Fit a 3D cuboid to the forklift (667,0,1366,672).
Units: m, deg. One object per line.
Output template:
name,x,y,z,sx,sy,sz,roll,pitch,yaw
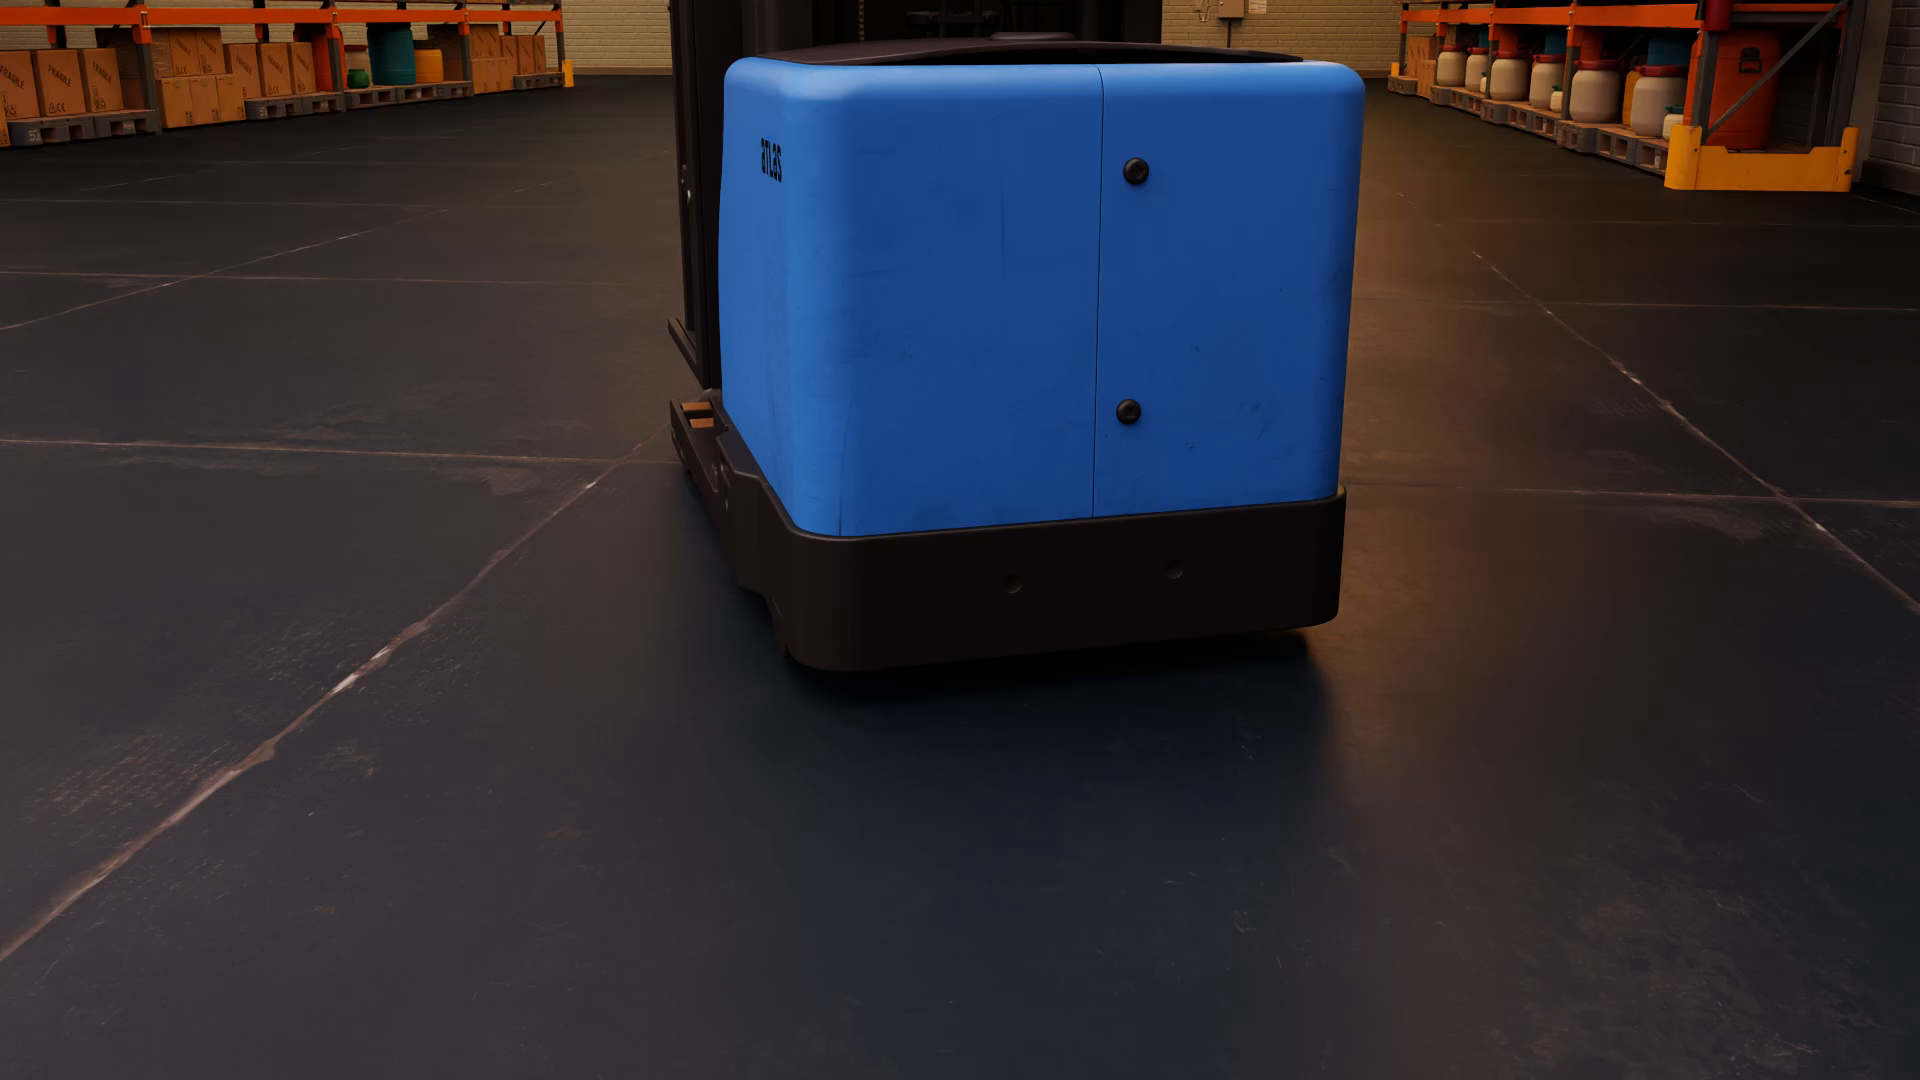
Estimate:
forklift,-0.159,-1.575,3.946,1.130,2.935,3.031,-5,18,-14
